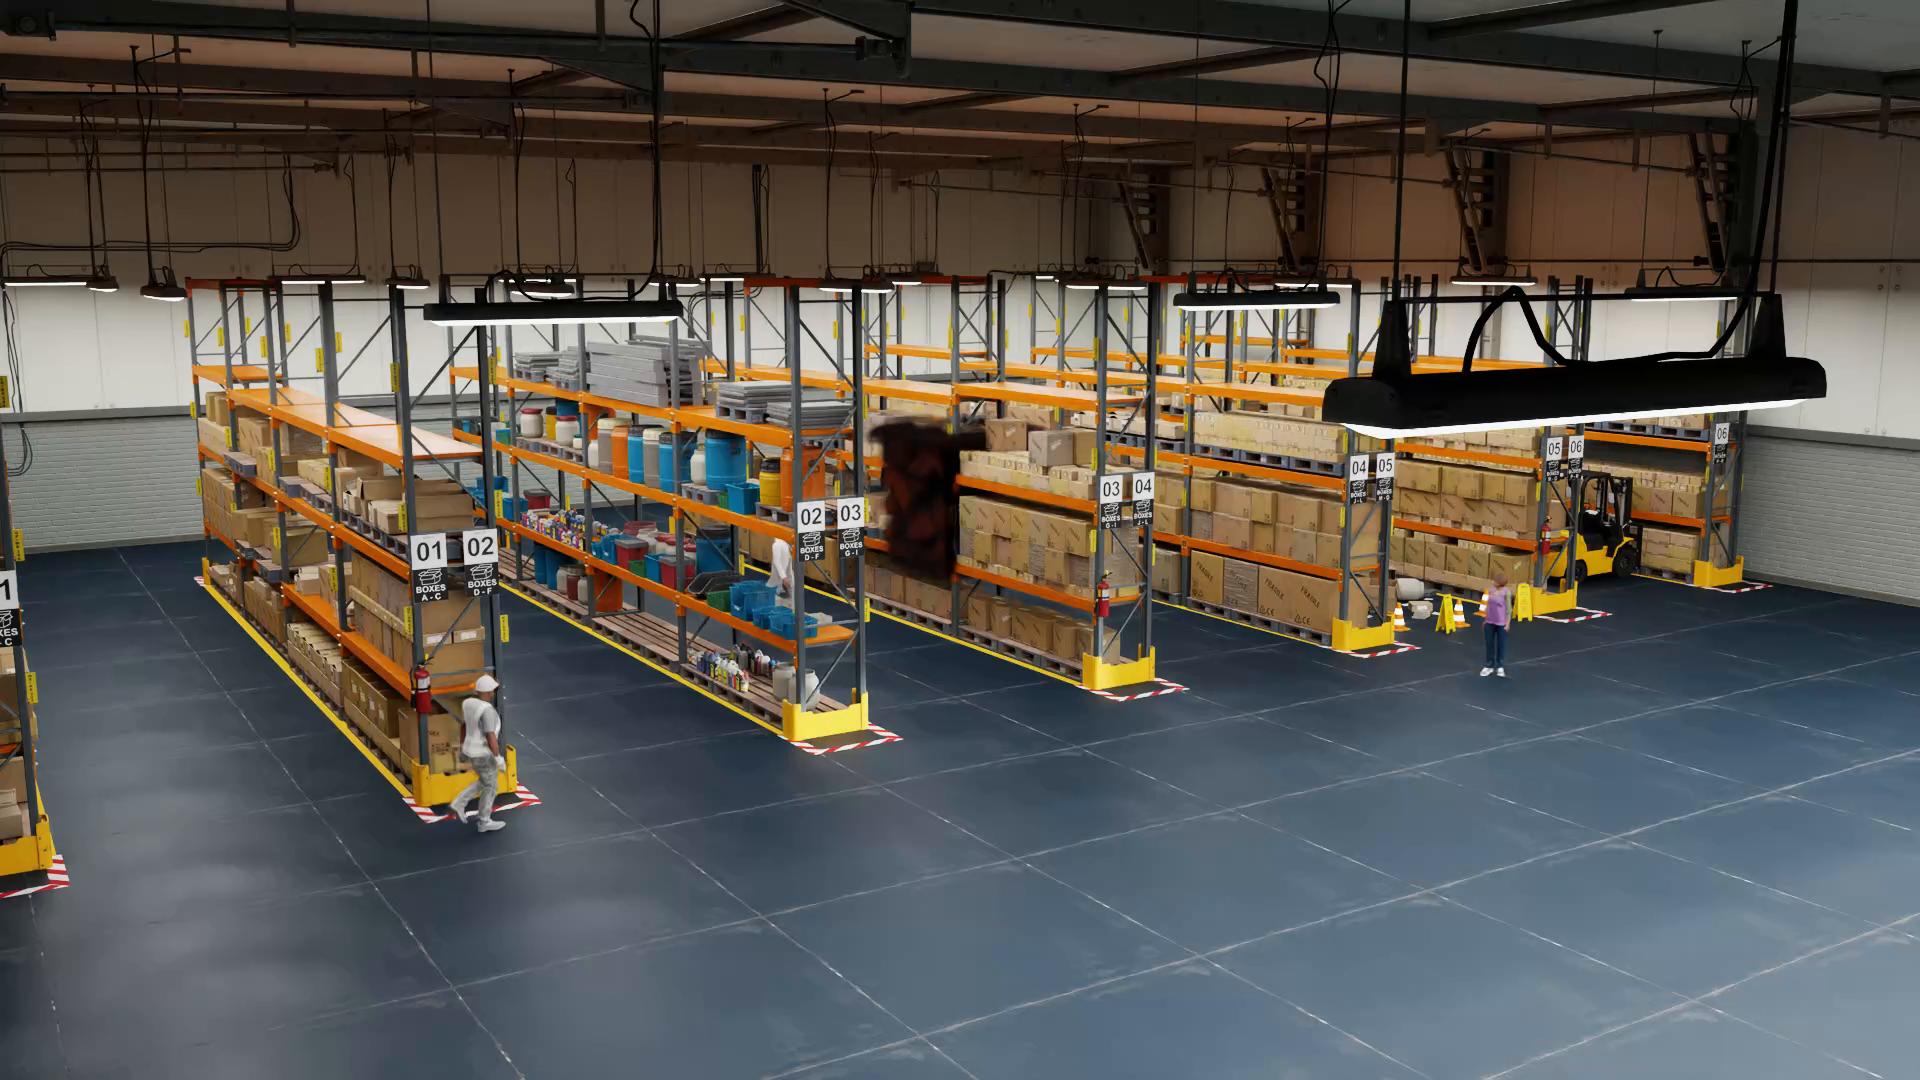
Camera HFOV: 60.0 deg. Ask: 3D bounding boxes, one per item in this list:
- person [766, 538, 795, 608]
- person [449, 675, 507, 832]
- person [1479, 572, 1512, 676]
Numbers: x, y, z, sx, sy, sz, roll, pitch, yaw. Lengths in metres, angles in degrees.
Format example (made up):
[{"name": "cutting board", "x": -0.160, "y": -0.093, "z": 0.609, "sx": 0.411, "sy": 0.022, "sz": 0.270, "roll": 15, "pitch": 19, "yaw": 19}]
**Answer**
[{"name": "person", "x": -2.943, "y": 0.617, "z": 27.366, "sx": 0.532, "sy": 1.743, "sz": 1.055, "roll": -9, "pitch": 13, "yaw": -44}, {"name": "person", "x": -5.367, "y": 2.384, "z": 18.462, "sx": 0.587, "sy": 1.767, "sz": 0.588, "roll": -6, "pitch": 11, "yaw": -31}, {"name": "person", "x": 8.234, "y": 1.293, "z": 25.515, "sx": 0.451, "sy": 1.625, "sz": 0.359, "roll": 8, "pitch": 12, "yaw": 38}]
